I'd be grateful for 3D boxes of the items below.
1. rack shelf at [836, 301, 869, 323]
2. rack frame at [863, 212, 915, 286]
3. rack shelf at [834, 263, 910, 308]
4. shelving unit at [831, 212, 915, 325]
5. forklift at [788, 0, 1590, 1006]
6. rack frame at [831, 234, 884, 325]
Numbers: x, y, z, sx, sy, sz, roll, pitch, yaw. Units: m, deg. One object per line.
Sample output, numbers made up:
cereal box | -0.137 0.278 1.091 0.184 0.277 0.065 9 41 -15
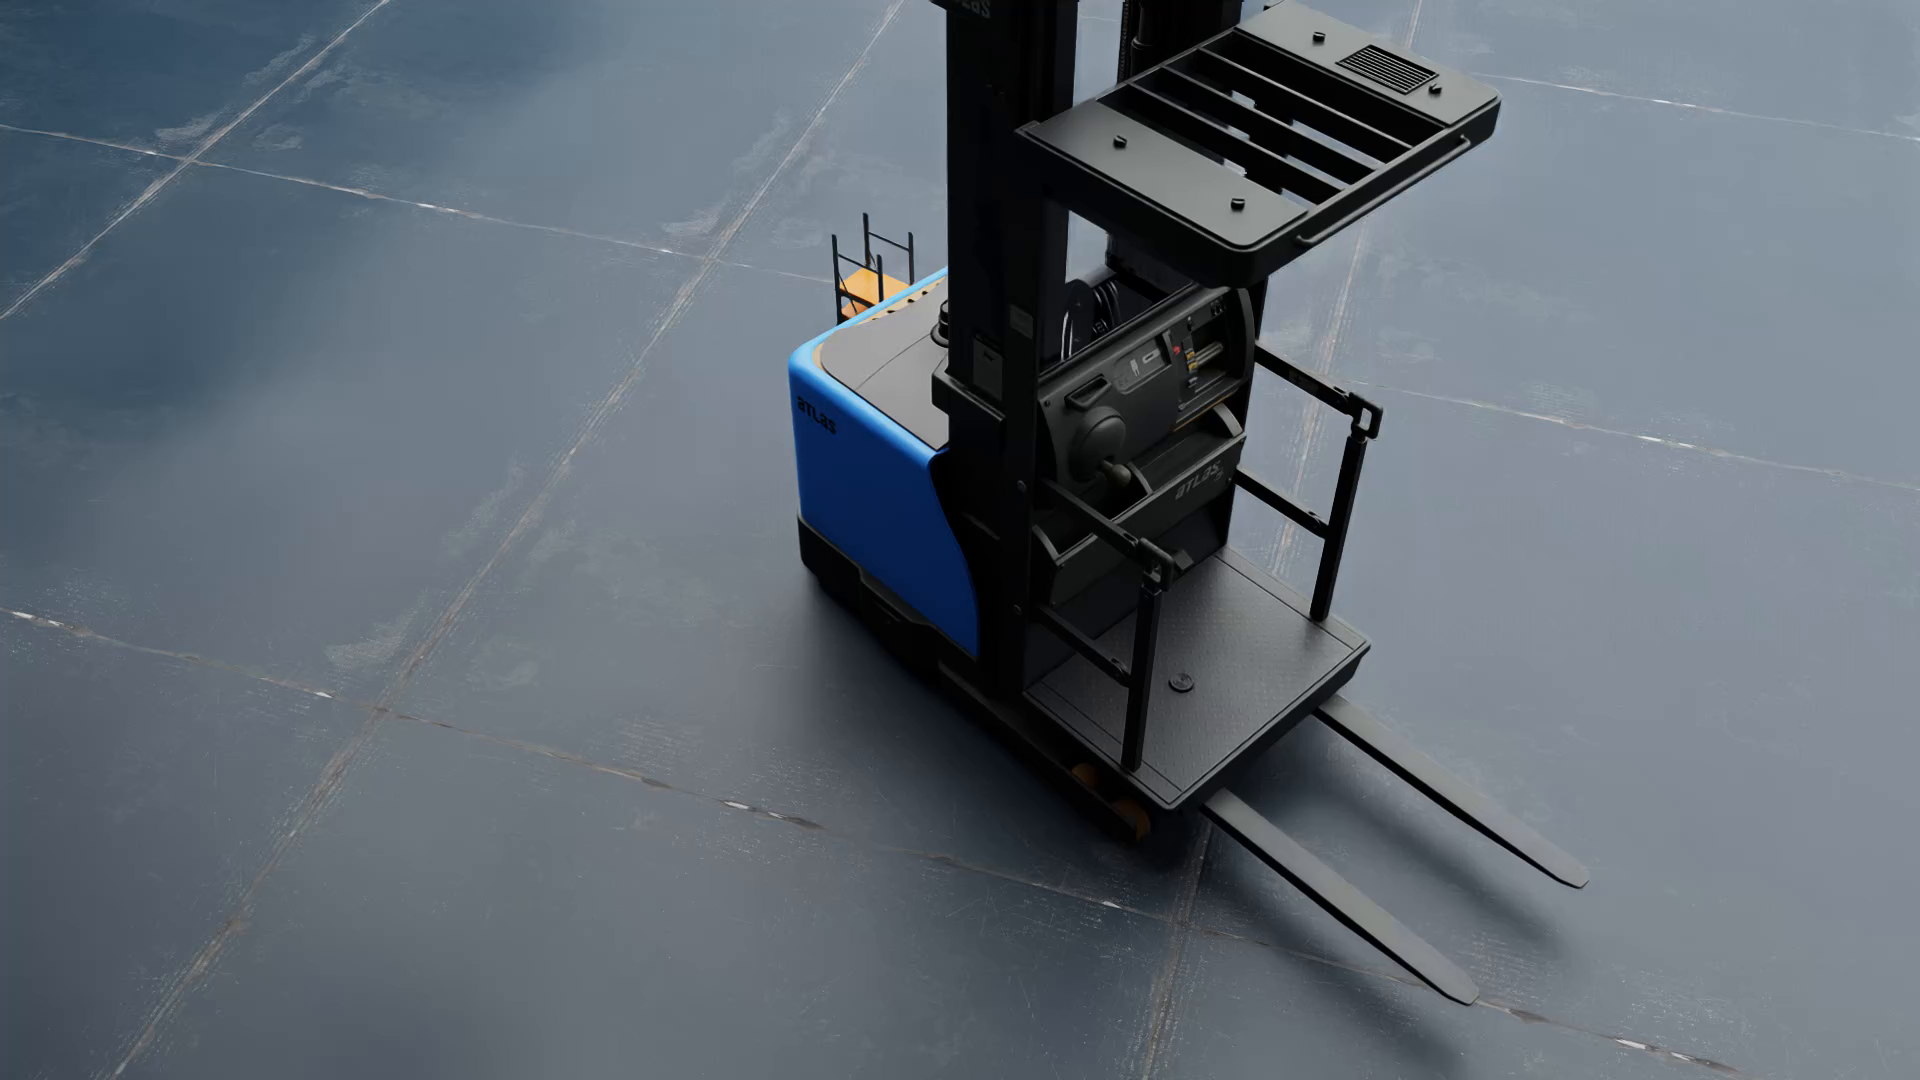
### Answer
rack shelf | -0.325 -0.852 6.481 0.258 0.103 0.180 28 51 26
rack frame | -0.268 -0.762 6.669 0.240 1.200 0.006 28 51 26
rack shelf | -0.325 -0.938 6.398 0.258 0.103 0.180 28 51 26
shelving unit | -0.323 -0.711 6.617 0.258 1.200 0.189 28 51 26
forklift | 0.742 -0.420 5.083 1.130 2.935 3.031 -33 53 -29
rack frame | -0.379 -0.660 6.566 0.240 1.200 0.006 28 51 26
